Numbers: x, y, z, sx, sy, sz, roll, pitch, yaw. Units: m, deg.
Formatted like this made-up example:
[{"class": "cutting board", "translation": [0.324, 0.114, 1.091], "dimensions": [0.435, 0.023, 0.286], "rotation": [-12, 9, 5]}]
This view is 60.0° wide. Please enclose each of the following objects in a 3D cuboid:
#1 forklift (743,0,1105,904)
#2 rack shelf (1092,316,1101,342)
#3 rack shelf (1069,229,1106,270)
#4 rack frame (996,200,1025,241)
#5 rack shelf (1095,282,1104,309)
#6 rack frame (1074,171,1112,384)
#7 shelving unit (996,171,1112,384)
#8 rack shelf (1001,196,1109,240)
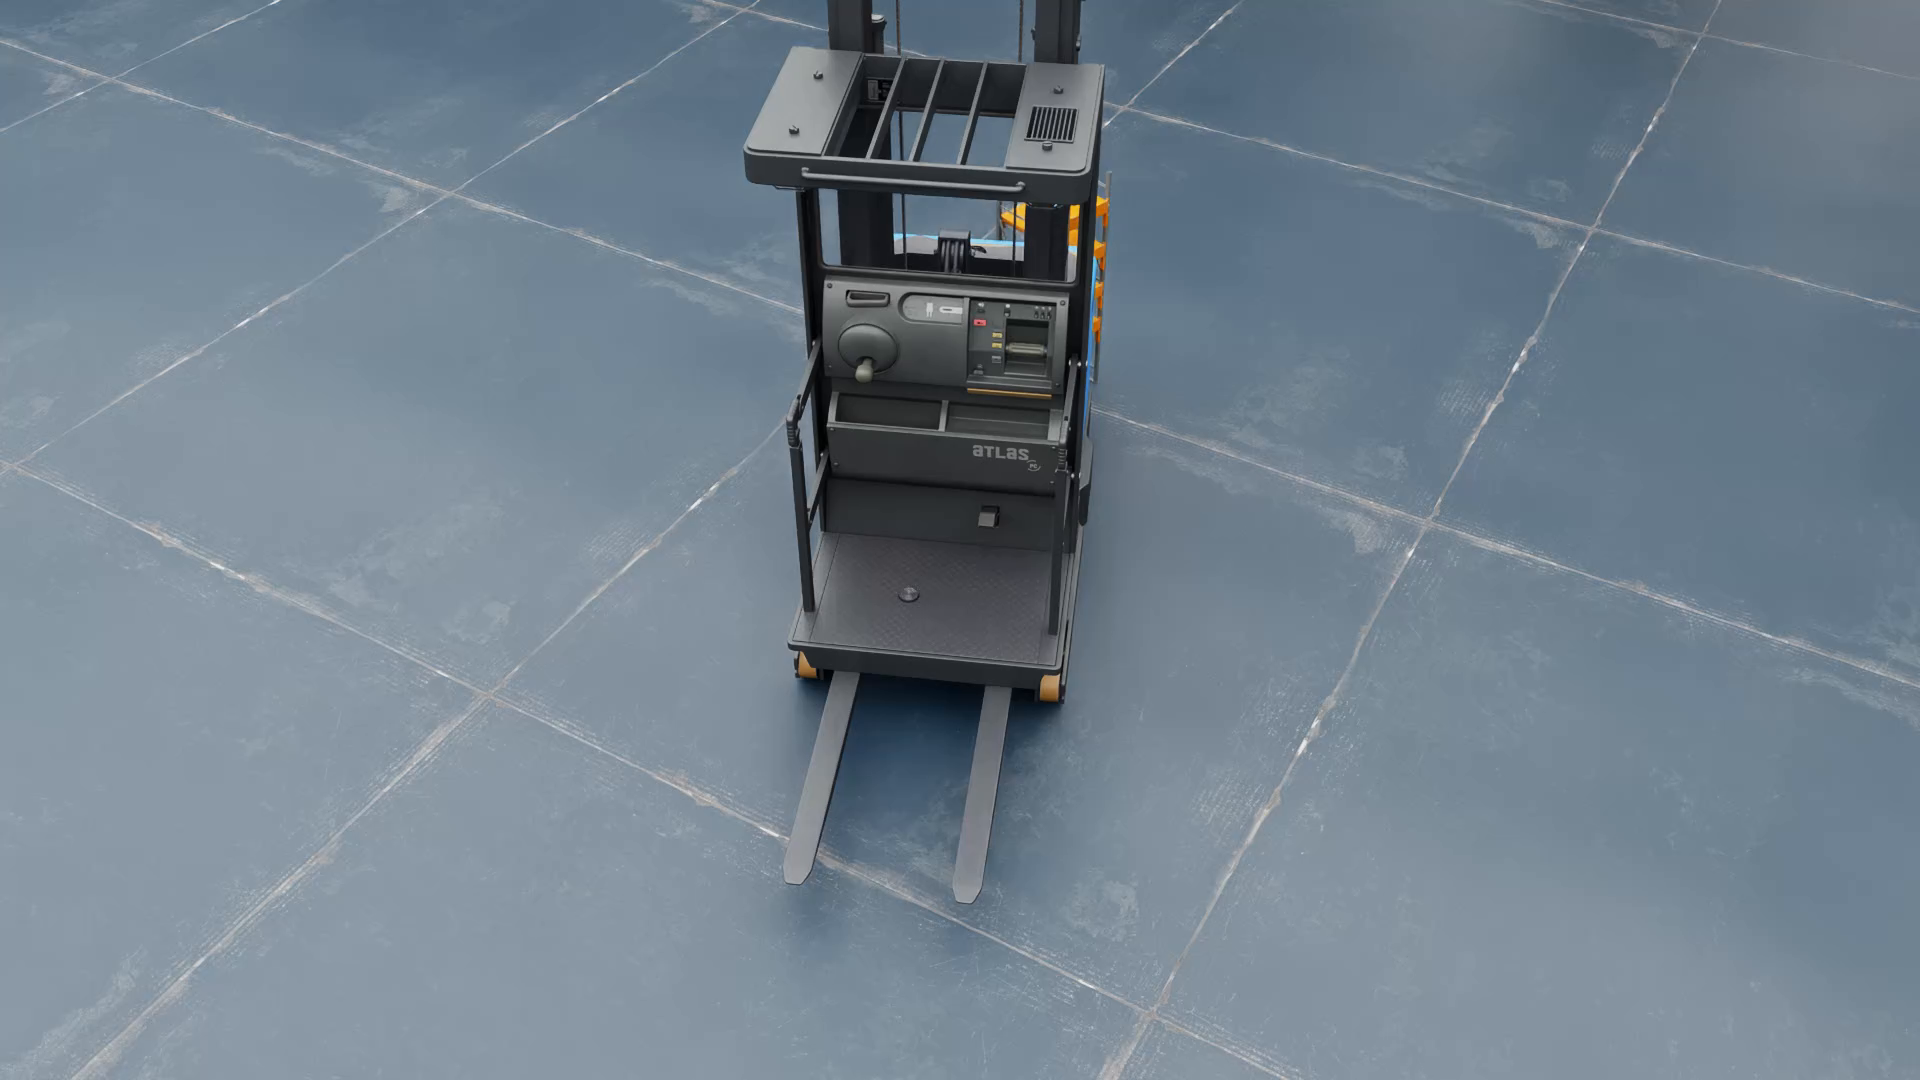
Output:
[{"class": "forklift", "translation": [-0.084, -0.687, 6.128], "dimensions": [1.130, 2.935, 3.031], "rotation": [5, 42, 6]}, {"class": "rack shelf", "translation": [0.435, -0.999, 8.194], "dimensions": [0.480, 0.148, 0.258], "rotation": [-30, 50, -30]}, {"class": "rack shelf", "translation": [0.435, -1.316, 7.915], "dimensions": [0.480, 0.148, 0.258], "rotation": [-30, 50, -30]}, {"class": "rack frame", "translation": [0.253, -1.091, 7.897], "dimensions": [0.015, 1.200, 0.240], "rotation": [-30, 50, -30]}, {"class": "rack shelf", "translation": [0.435, -1.148, 8.063], "dimensions": [0.480, 0.148, 0.258], "rotation": [-30, 50, -30]}, {"class": "rack frame", "translation": [0.617, -1.306, 8.140], "dimensions": [0.015, 1.200, 0.240], "rotation": [-30, 50, -30]}, {"class": "shelving unit", "translation": [0.435, -1.199, 8.019], "dimensions": [0.503, 1.200, 0.258], "rotation": [-30, 50, -30]}, {"class": "rack shelf", "translation": [0.435, -1.493, 7.759], "dimensions": [0.480, 0.148, 0.258], "rotation": [-30, 50, -30]}]
